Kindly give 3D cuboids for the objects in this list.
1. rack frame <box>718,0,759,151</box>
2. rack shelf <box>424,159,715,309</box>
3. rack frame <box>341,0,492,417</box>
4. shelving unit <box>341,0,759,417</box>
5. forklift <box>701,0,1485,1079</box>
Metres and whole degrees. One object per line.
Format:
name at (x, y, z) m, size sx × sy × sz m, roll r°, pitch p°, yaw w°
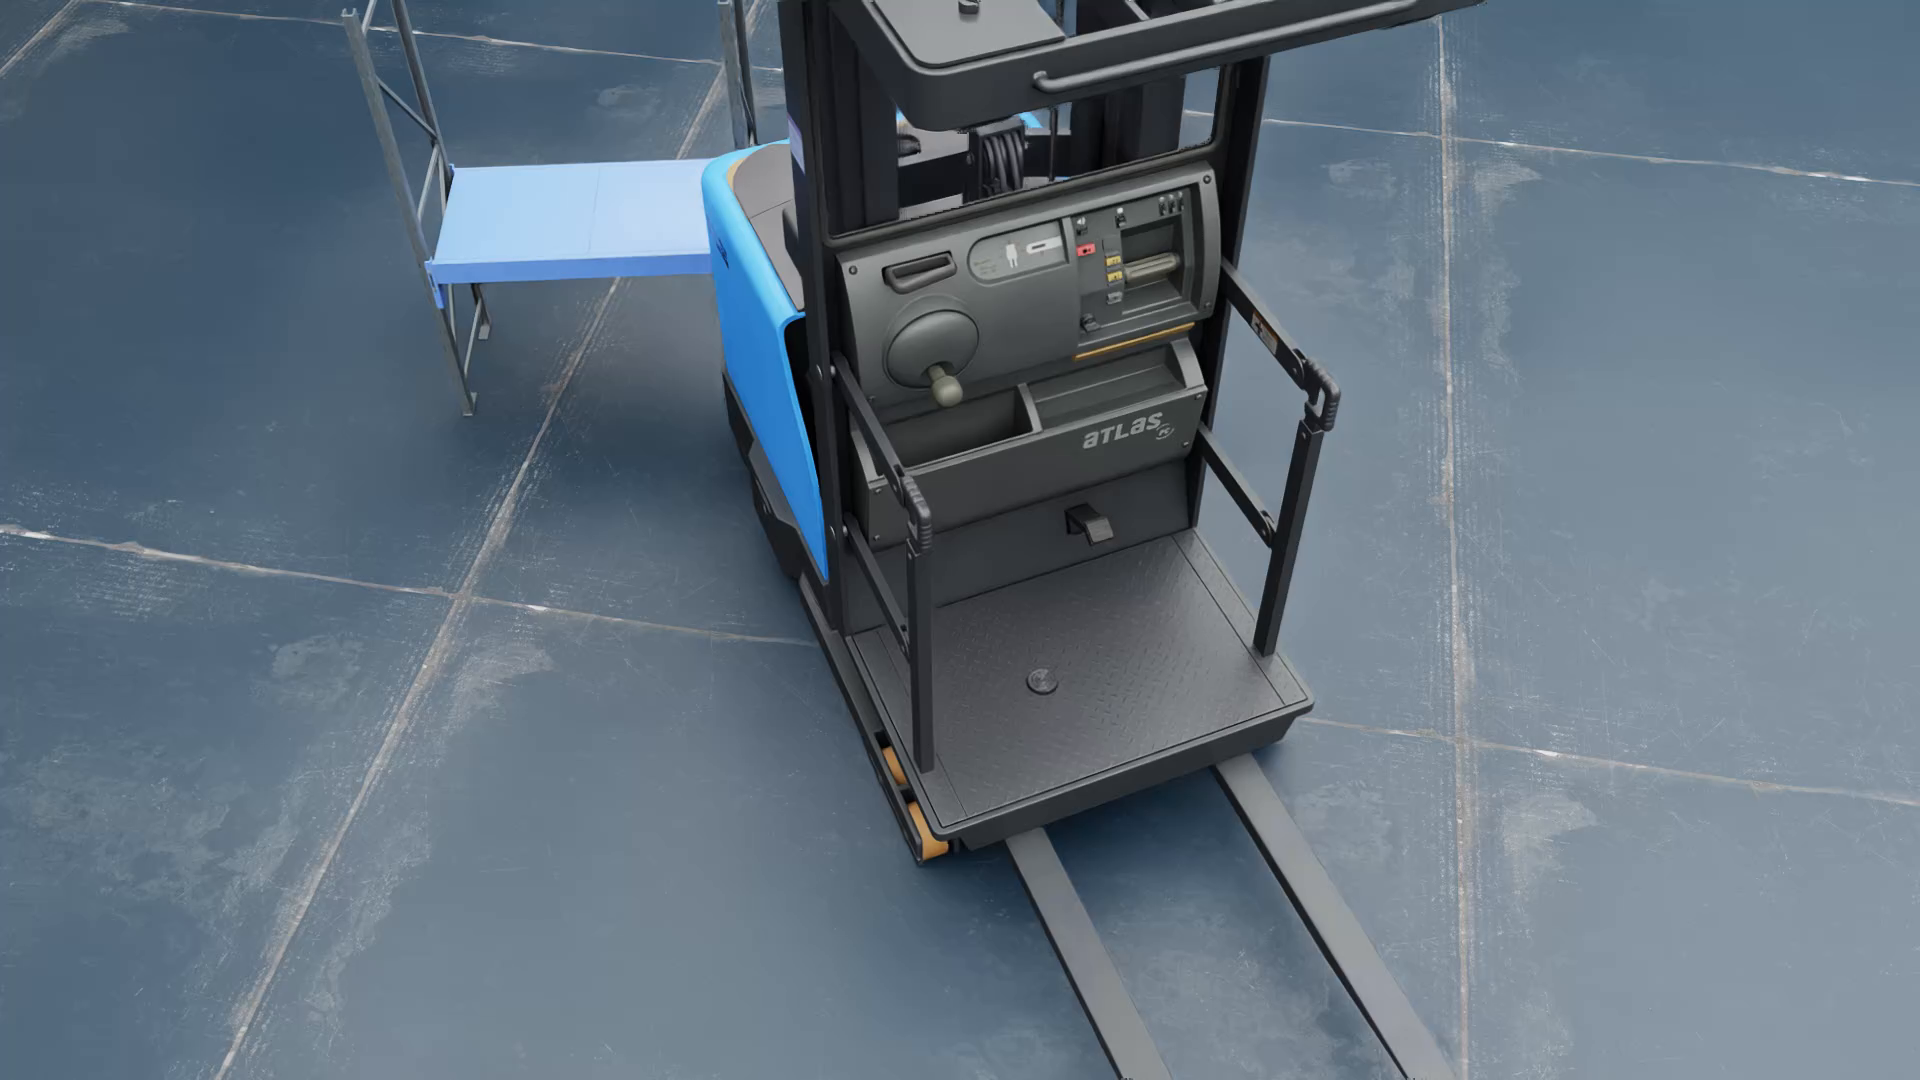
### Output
rack frame at (-0.664, -1.152, 5.277) m, size 0.032 × 1.500 × 0.500 m, roll -3°, pitch 48°, yaw -2°
rack shelf at (-1.171, -1.008, 5.389) m, size 1.000 × 0.185 × 0.538 m, roll -3°, pitch 48°, yaw -2°
rack frame at (-1.678, -1.105, 5.234) m, size 0.032 × 1.500 × 0.500 m, roll -3°, pitch 48°, yaw -2°
shelving unit at (-1.171, -1.128, 5.256) m, size 1.048 × 1.500 × 0.538 m, roll -3°, pitch 48°, yaw -2°
forklift at (0.263, -0.488, 3.718) m, size 1.130 × 2.935 × 3.031 m, roll -17°, pitch 50°, yaw -15°
